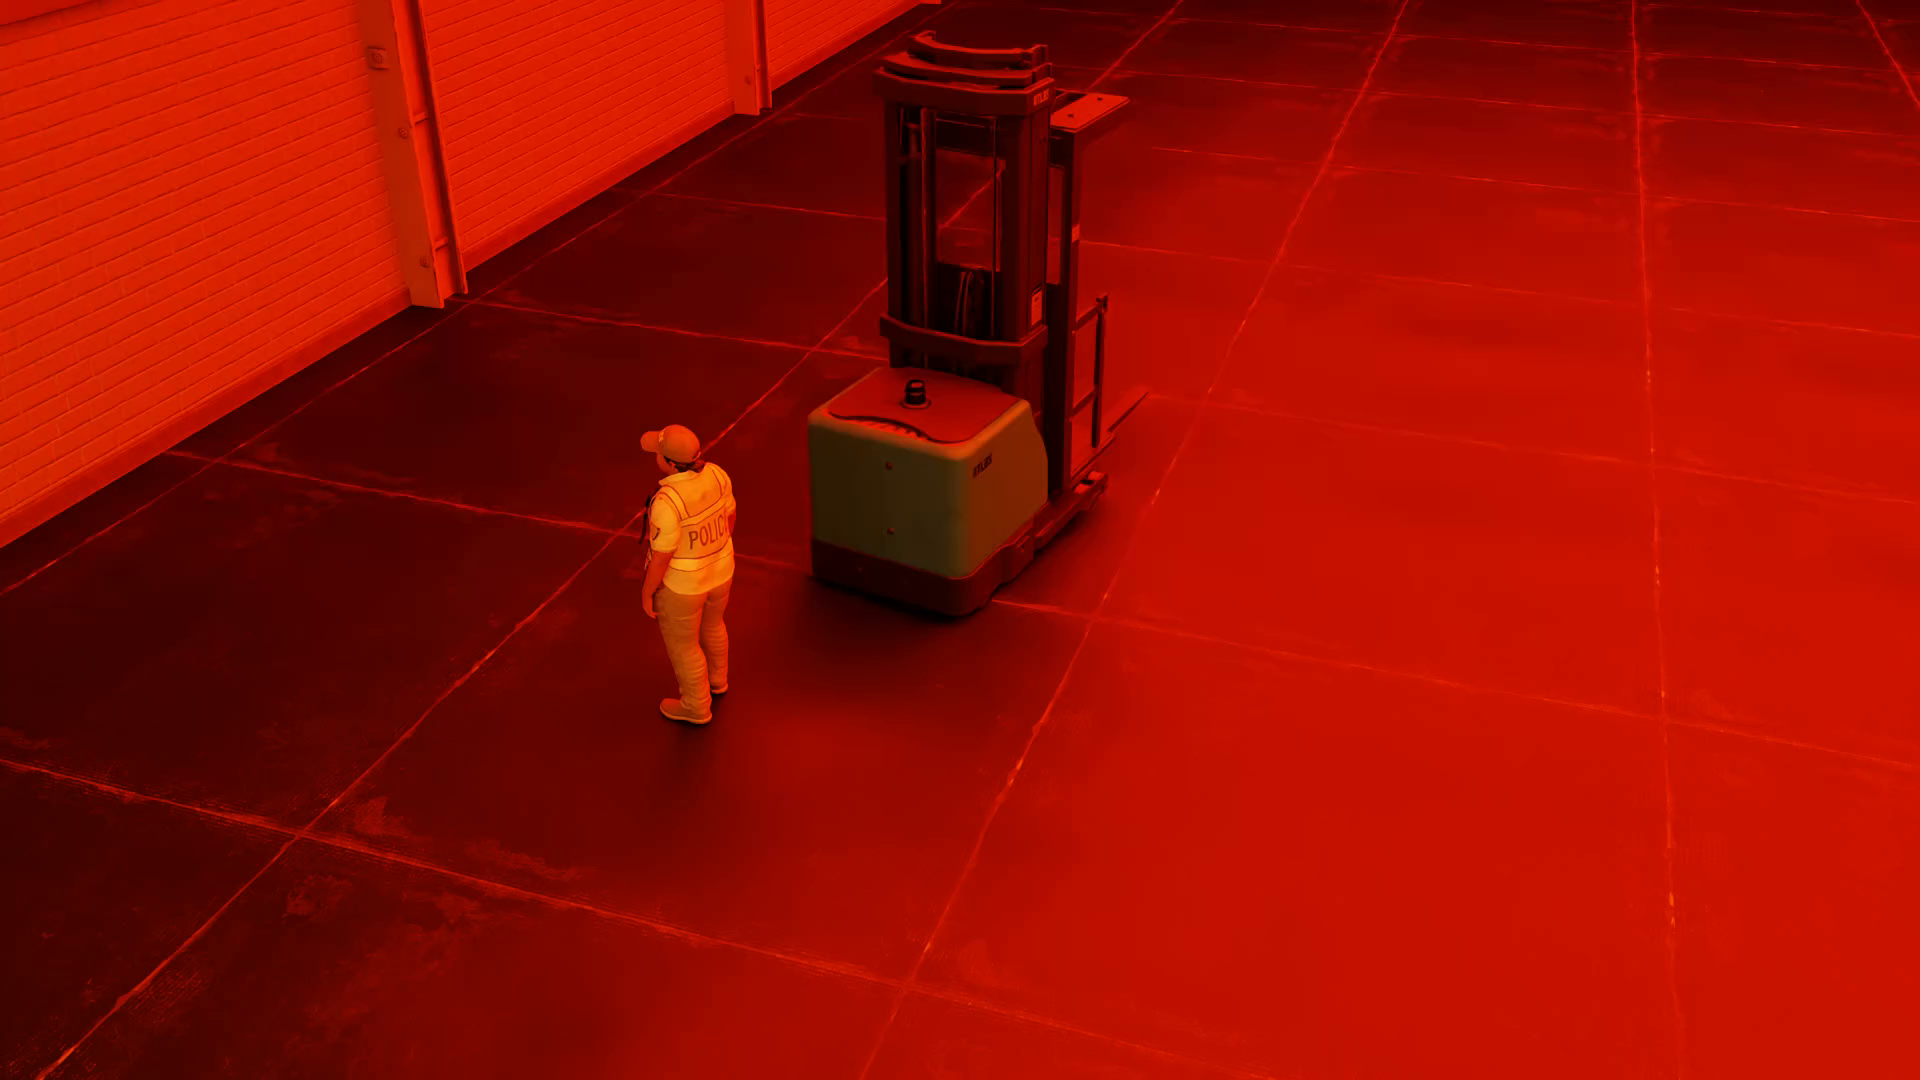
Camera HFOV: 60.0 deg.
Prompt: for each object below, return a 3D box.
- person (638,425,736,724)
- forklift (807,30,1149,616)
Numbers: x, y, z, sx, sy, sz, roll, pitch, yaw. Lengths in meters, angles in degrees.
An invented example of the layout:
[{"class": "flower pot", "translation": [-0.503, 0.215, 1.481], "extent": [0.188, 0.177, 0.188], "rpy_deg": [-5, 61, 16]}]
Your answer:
[{"class": "person", "translation": [-1.366, 0.151, 8.136], "extent": [0.530, 1.670, 0.596], "rpy_deg": [19, 35, 30]}, {"class": "forklift", "translation": [0.287, -1.554, 9.862], "extent": [1.130, 2.935, 3.031], "rpy_deg": [15, 33, 25]}]
